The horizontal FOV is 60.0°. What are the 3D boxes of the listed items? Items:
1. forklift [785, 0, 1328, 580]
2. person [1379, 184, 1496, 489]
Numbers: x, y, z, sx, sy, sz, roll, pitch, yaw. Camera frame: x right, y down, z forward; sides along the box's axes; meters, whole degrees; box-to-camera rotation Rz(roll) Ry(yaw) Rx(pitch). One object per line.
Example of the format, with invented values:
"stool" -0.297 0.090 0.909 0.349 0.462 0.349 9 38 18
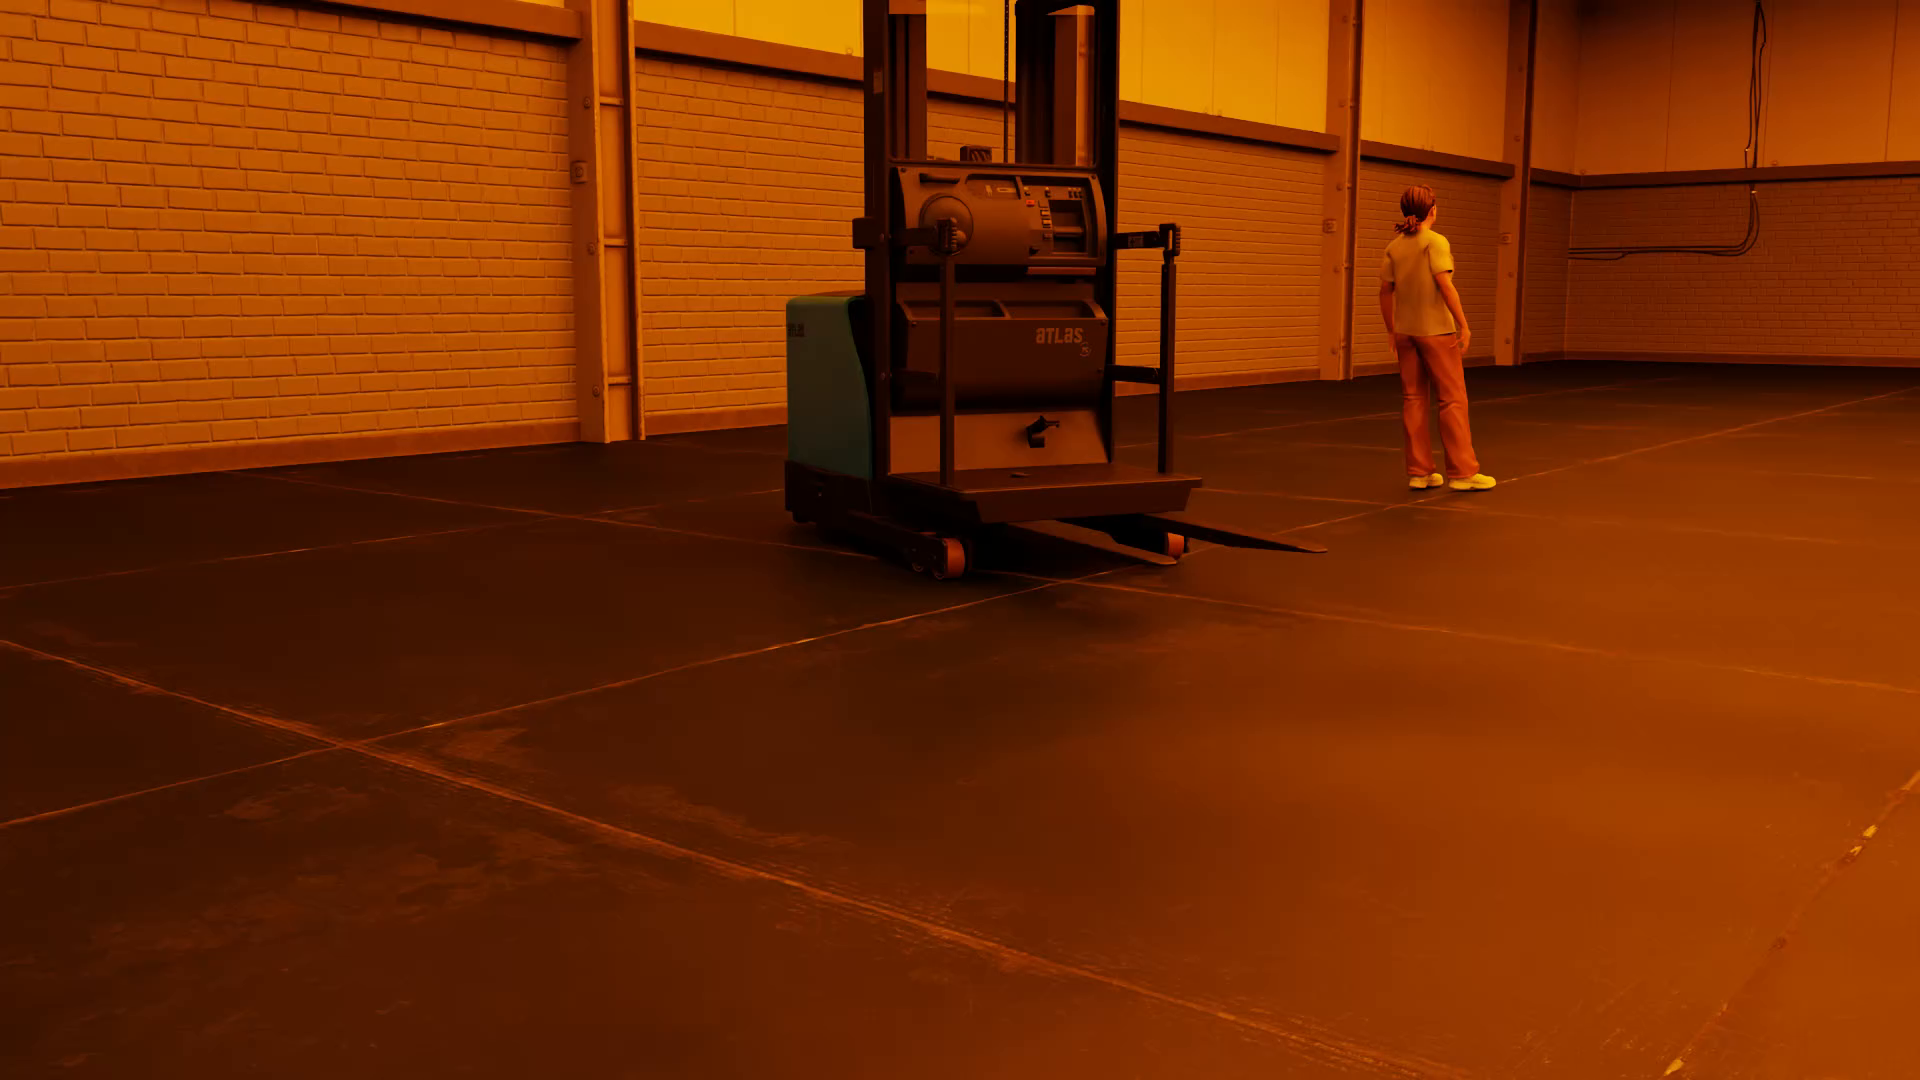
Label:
"forklift" 0.276 -1.370 6.641 1.130 2.935 3.031 -4 9 -26
"person" 2.642 -1.126 9.264 0.548 1.673 0.554 -6 10 -35
